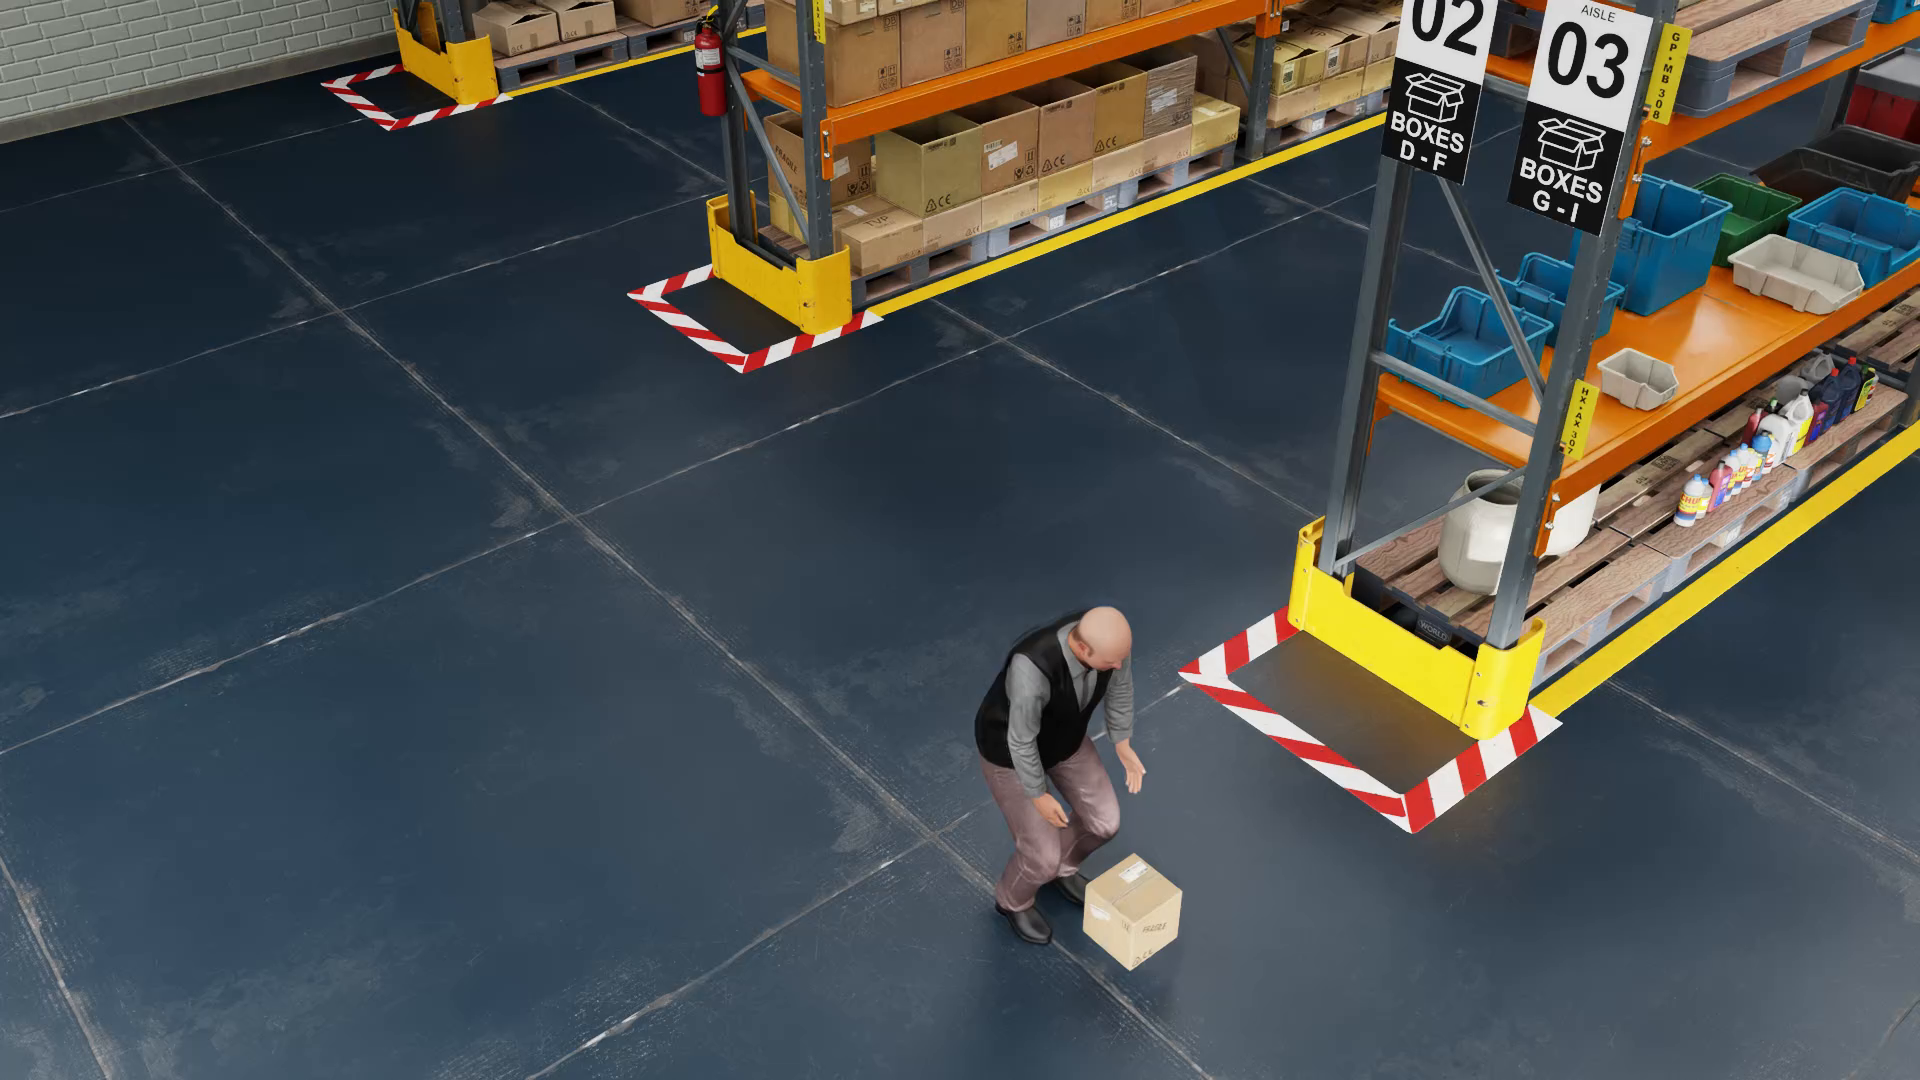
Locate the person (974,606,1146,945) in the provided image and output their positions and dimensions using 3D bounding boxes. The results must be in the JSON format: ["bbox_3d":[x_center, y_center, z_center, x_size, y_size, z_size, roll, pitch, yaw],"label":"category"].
[{"bbox_3d":[0.365,0.791,6.146,0.583,1.560,0.579,-26,43,-31],"label":"person"}]
